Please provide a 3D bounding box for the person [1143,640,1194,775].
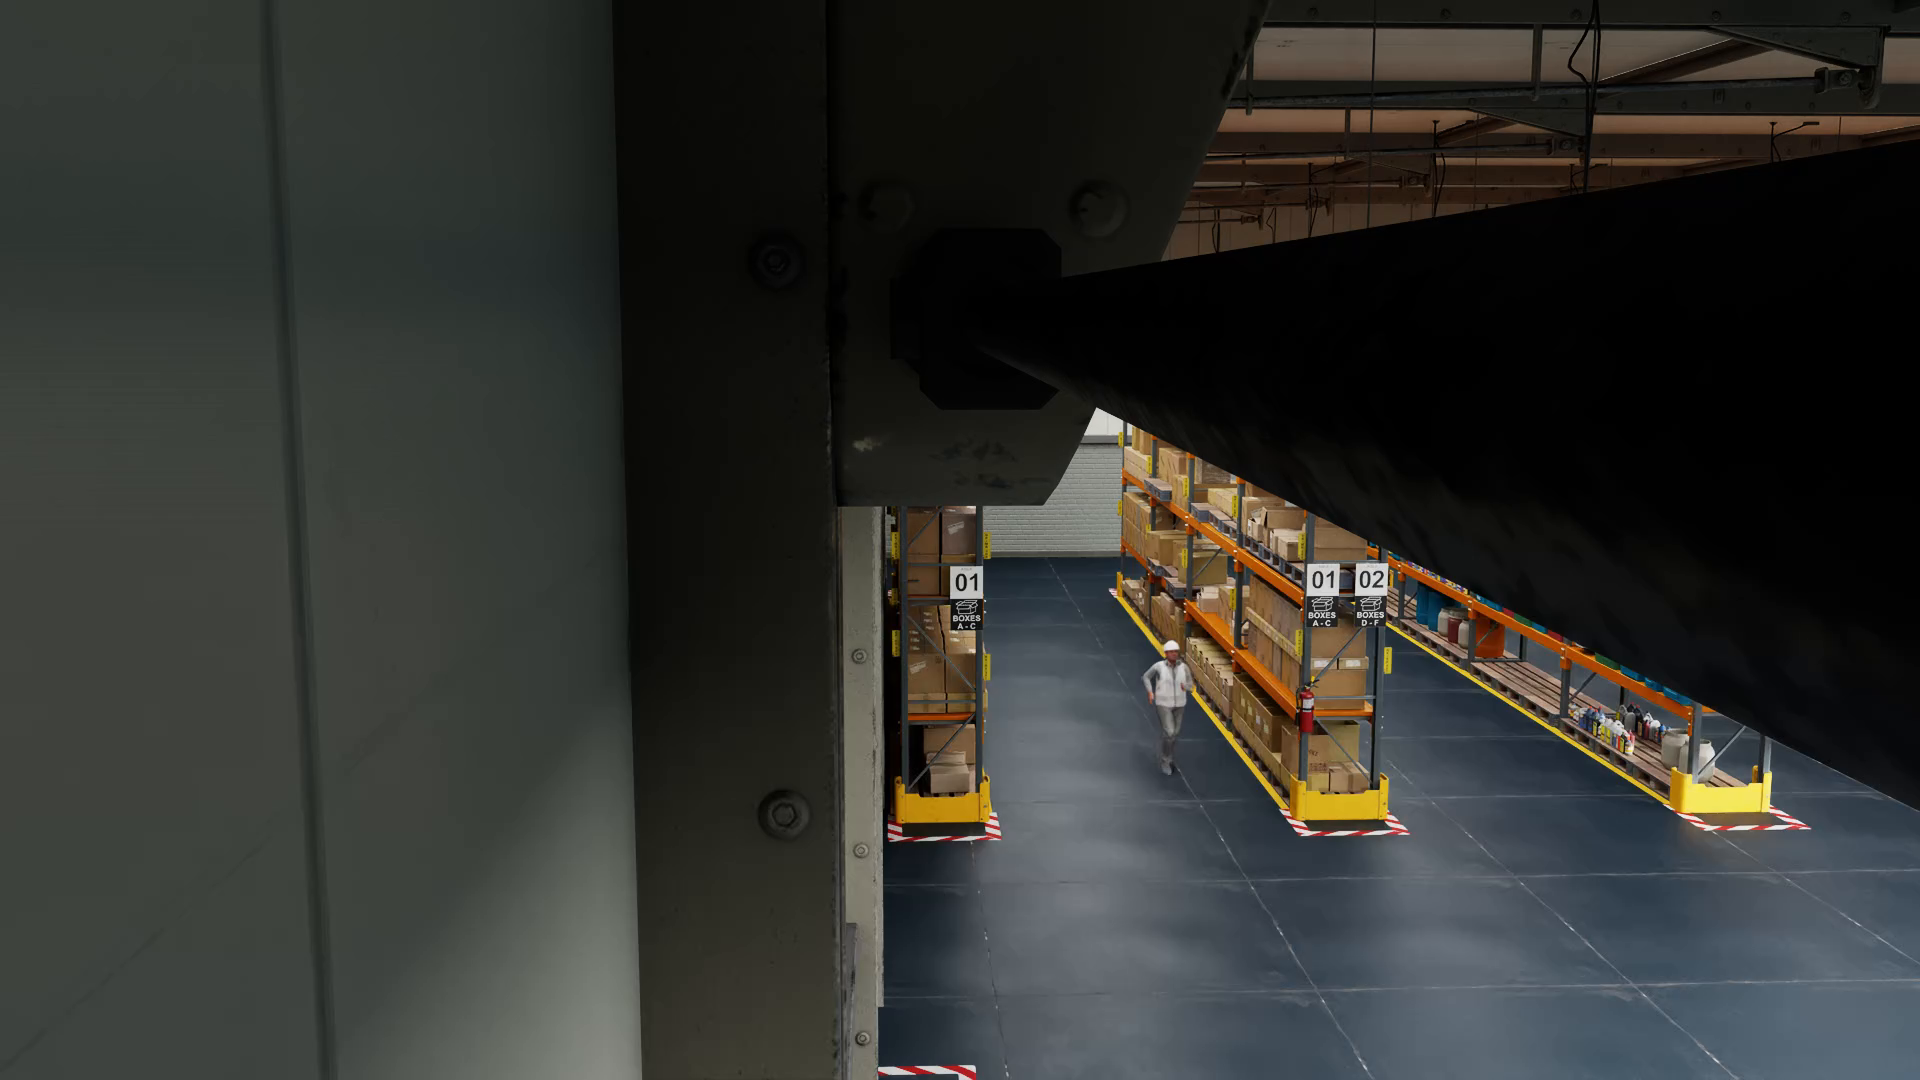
[{"bbox_3d":[2.874,2.277,22.724,0.624,1.831,0.752,-2,8,-17],"label":"person"}]
